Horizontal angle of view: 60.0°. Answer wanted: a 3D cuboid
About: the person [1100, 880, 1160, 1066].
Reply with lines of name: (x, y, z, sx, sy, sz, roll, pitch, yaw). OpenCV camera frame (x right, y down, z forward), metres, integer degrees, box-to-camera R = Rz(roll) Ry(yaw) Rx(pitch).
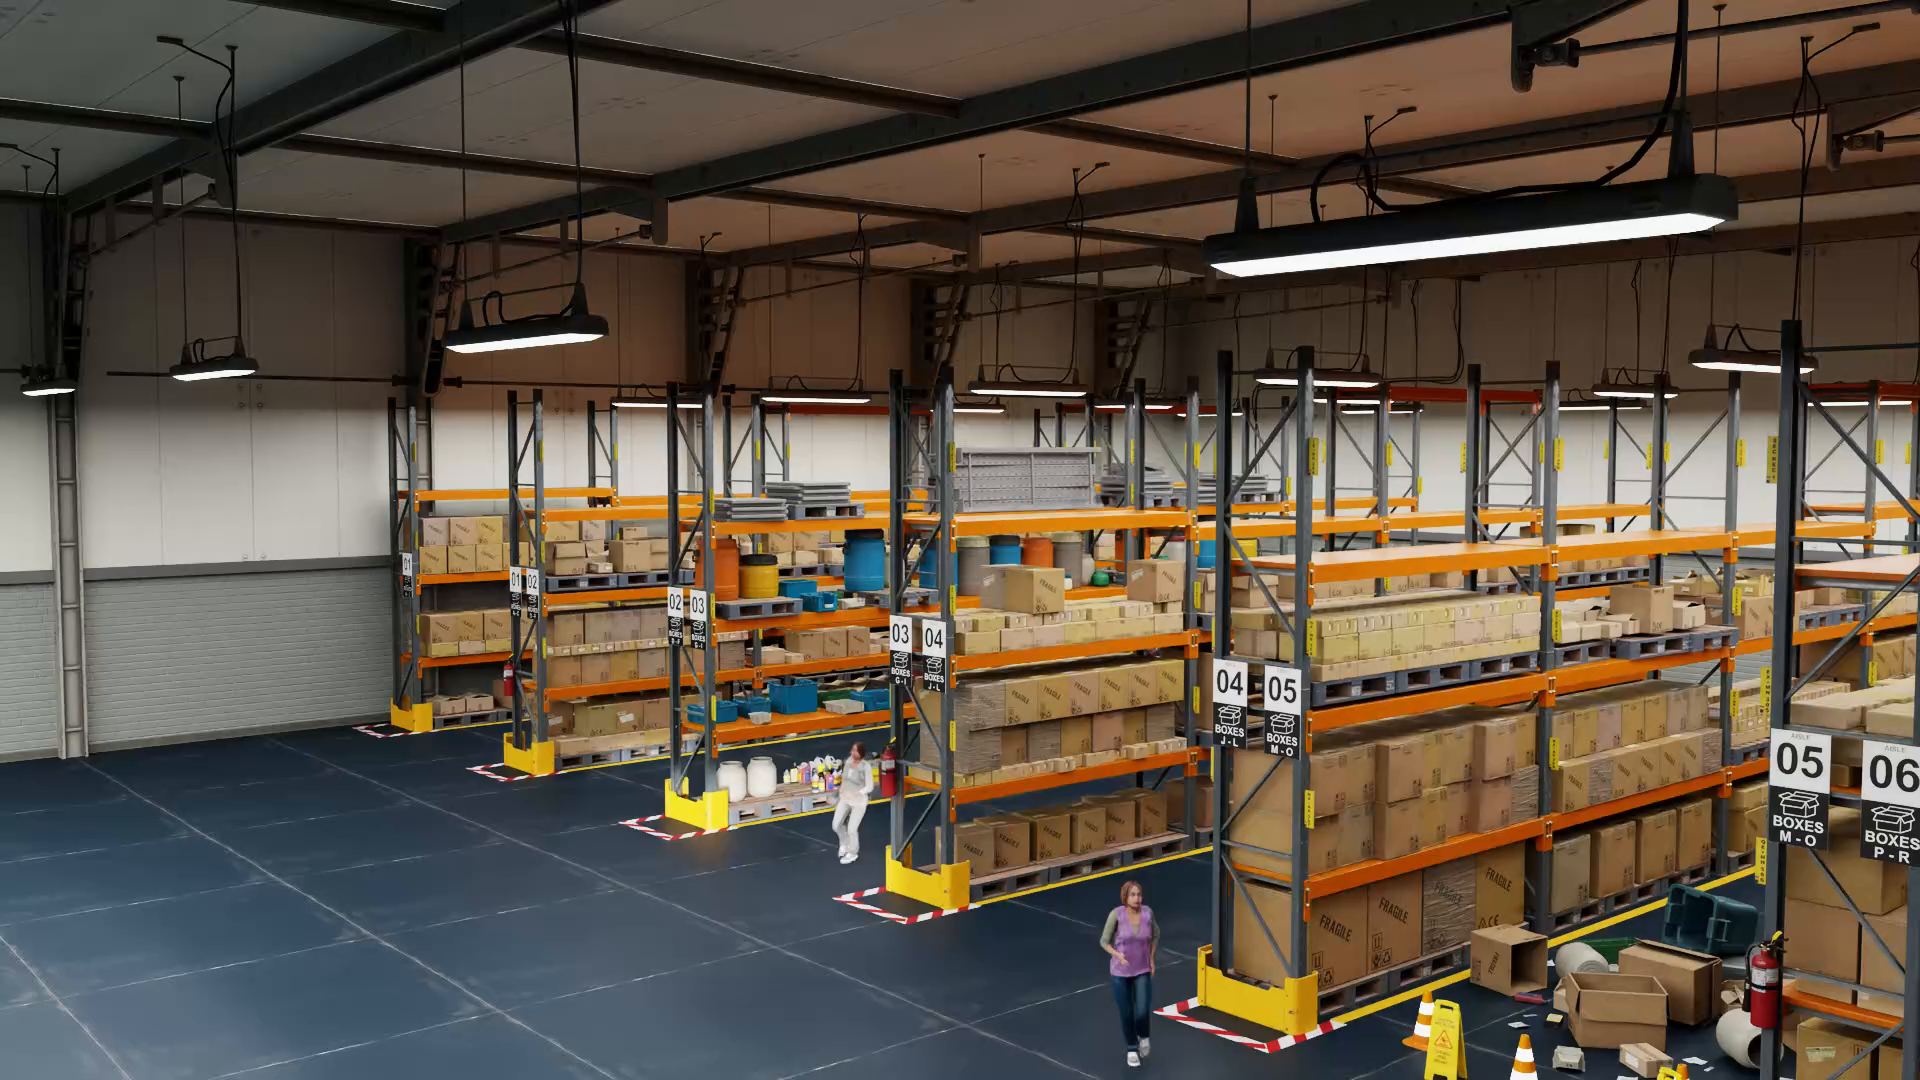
person: (1.414, 3.669, 13.685, 0.519, 1.388, 0.553, 0, 3, -1)

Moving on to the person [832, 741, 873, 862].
person: (-1.289, 3.213, 20.280, 0.571, 1.532, 0.554, 2, 4, 28)
